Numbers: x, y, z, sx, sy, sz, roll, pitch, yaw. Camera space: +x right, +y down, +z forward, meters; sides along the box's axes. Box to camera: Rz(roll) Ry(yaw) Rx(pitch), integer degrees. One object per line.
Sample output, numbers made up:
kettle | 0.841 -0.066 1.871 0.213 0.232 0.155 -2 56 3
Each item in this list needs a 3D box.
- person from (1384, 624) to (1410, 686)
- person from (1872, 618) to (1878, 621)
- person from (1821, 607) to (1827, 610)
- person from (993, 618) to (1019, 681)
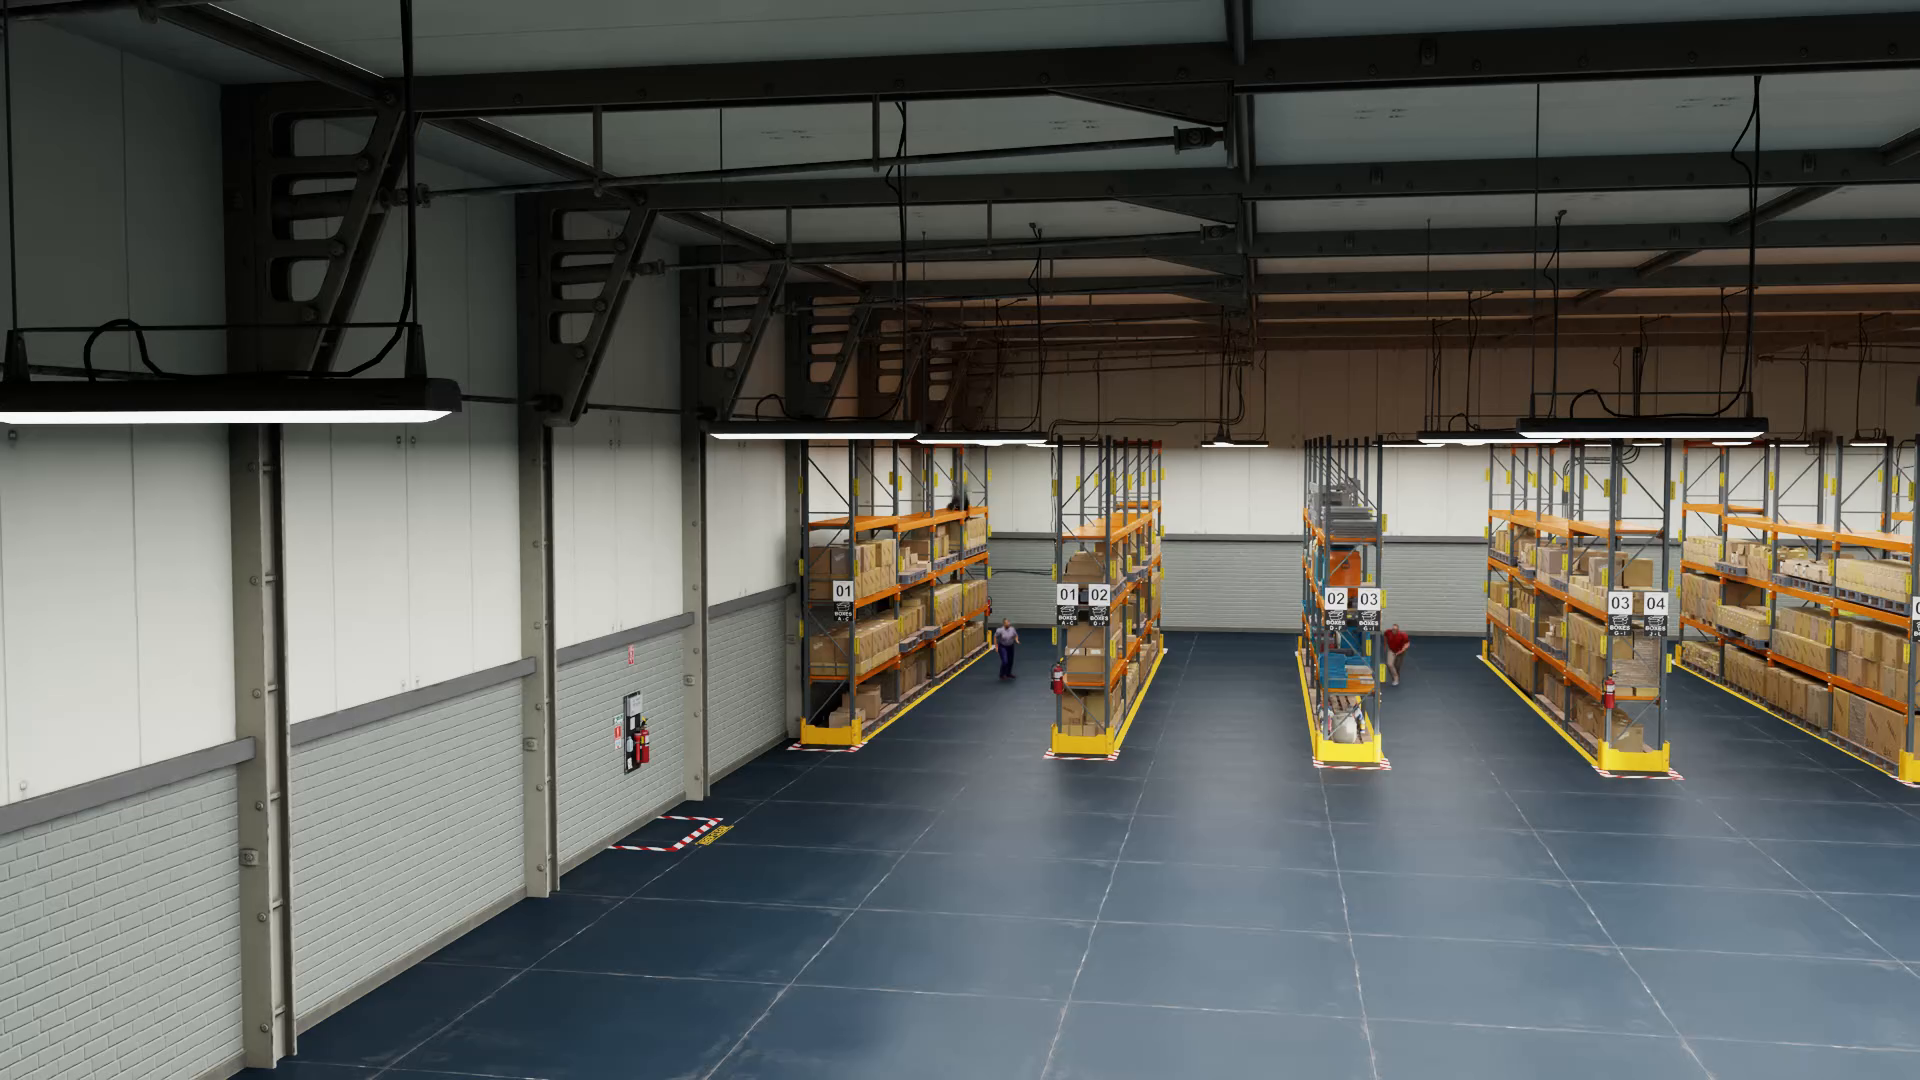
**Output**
person | 10.692 2.760 40.658 0.647 1.523 1.124 1 3 22
person | 25.784 2.354 46.557 0.858 1.673 0.577 0 3 -4
person | 21.821 2.563 42.152 0.699 1.748 0.931 -1 3 -11
person | 1.195 2.735 41.454 0.652 1.625 0.812 -2 4 -30
